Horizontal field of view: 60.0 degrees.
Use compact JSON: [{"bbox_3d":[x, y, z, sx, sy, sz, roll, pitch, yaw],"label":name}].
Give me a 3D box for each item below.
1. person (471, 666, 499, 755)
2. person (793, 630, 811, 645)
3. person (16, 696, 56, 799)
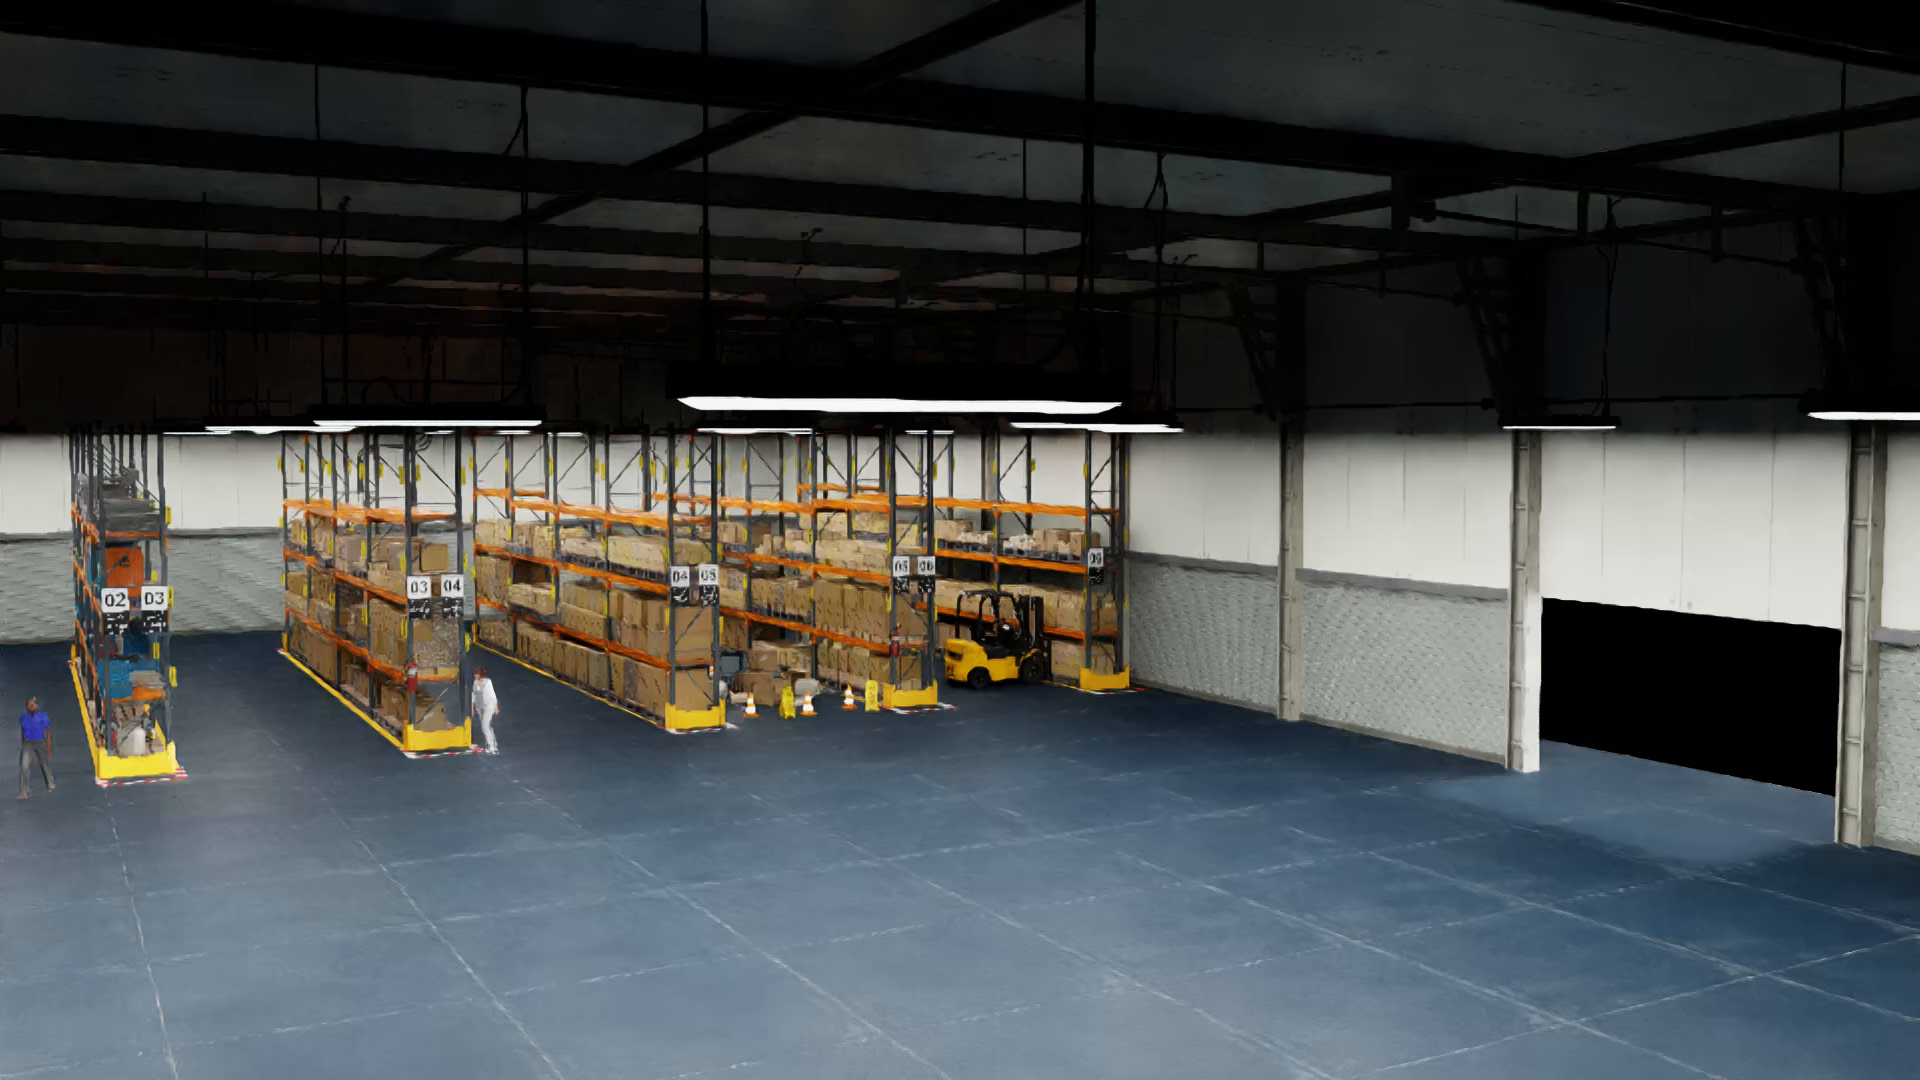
[{"bbox_3d":[-8.557,3.060,30.067,0.530,1.586,0.463,2,4,27],"label":"person"},{"bbox_3d":[-4.407,1.995,45.761,0.614,1.779,0.656,0,4,-2],"label":"person"},{"bbox_3d":[-14.715,3.274,26.503,0.474,1.600,0.908,-1,4,-13],"label":"person"}]
